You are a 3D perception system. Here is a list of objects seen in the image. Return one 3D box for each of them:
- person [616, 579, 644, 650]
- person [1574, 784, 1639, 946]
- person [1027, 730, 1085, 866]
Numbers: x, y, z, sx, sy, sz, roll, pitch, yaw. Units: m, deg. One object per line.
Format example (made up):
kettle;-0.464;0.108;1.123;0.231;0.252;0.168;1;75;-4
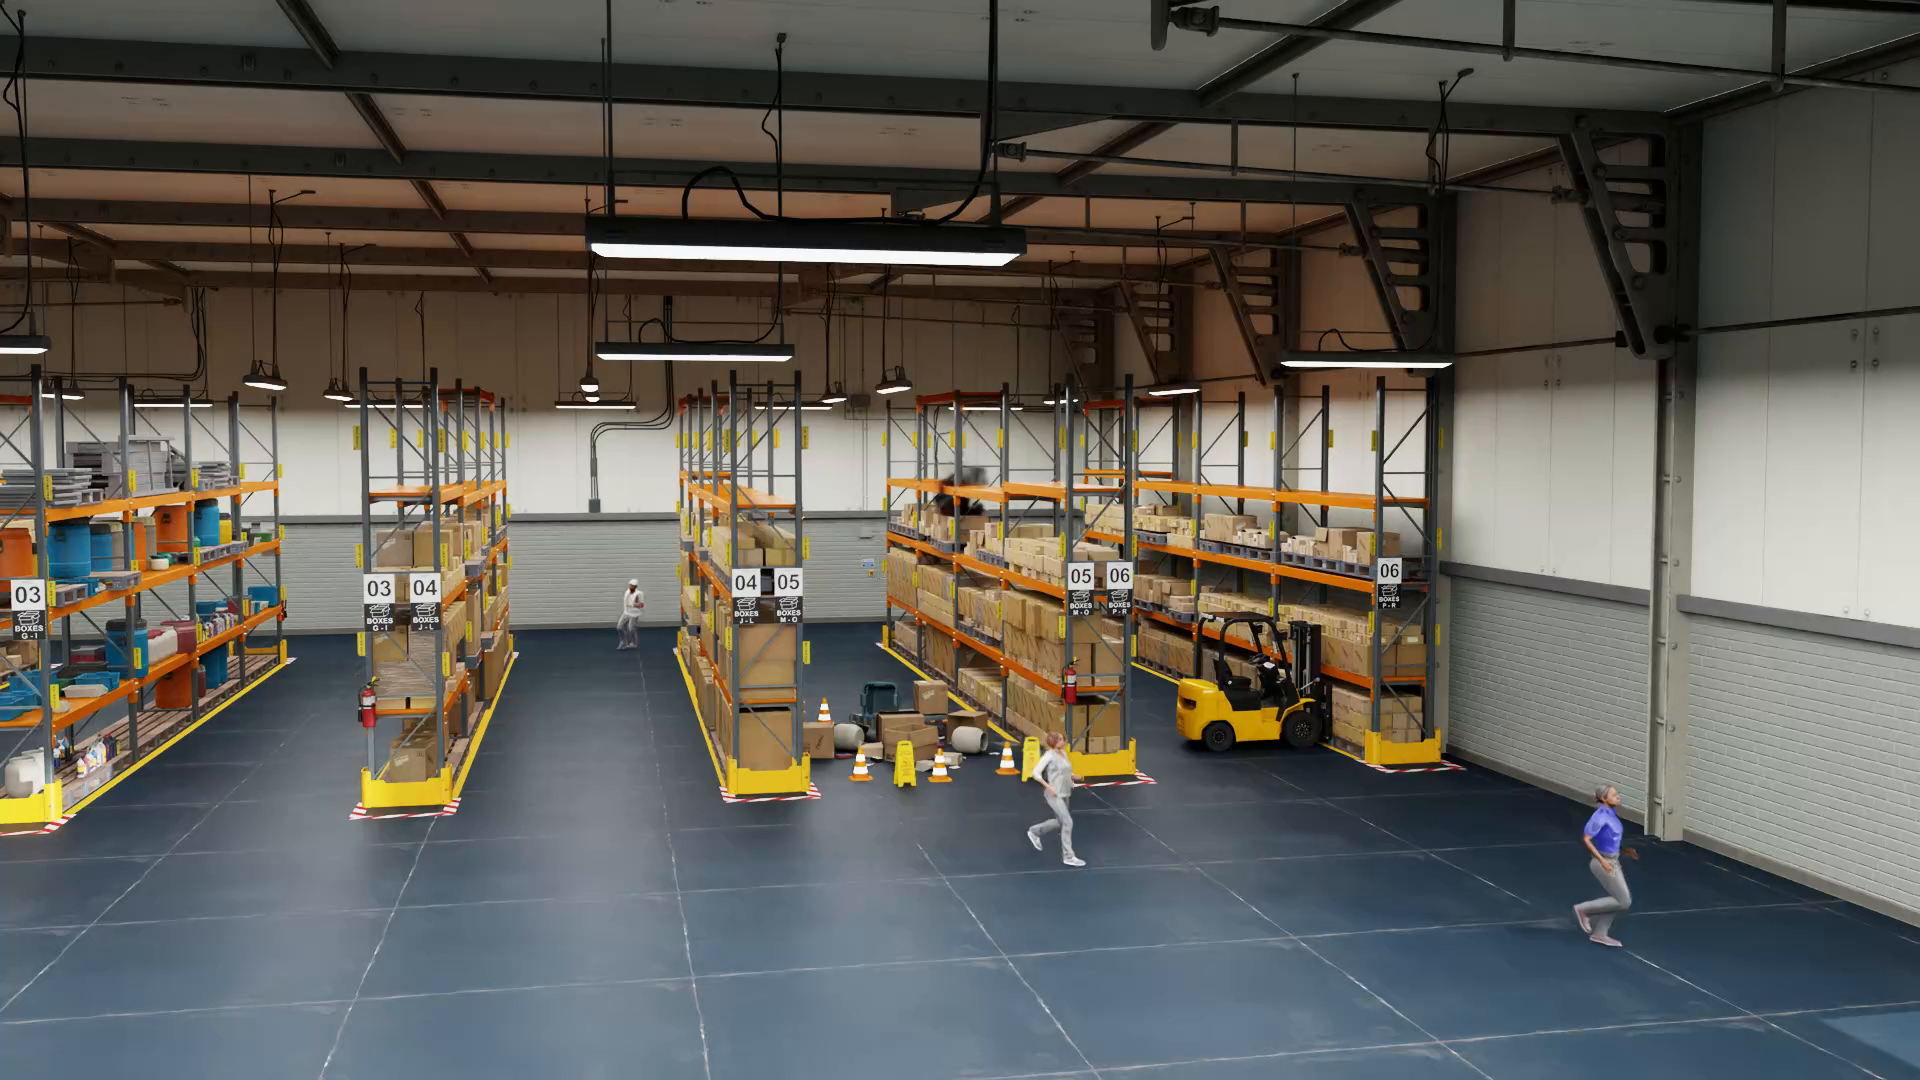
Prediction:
person;-7.834;1.791;39.707;0.797;1.731;0.656;2;4;32
person;6.418;3.227;16.492;0.559;1.600;0.575;2;4;32
person;1.124;3.037;19.696;0.823;1.568;0.547;2;4;32
